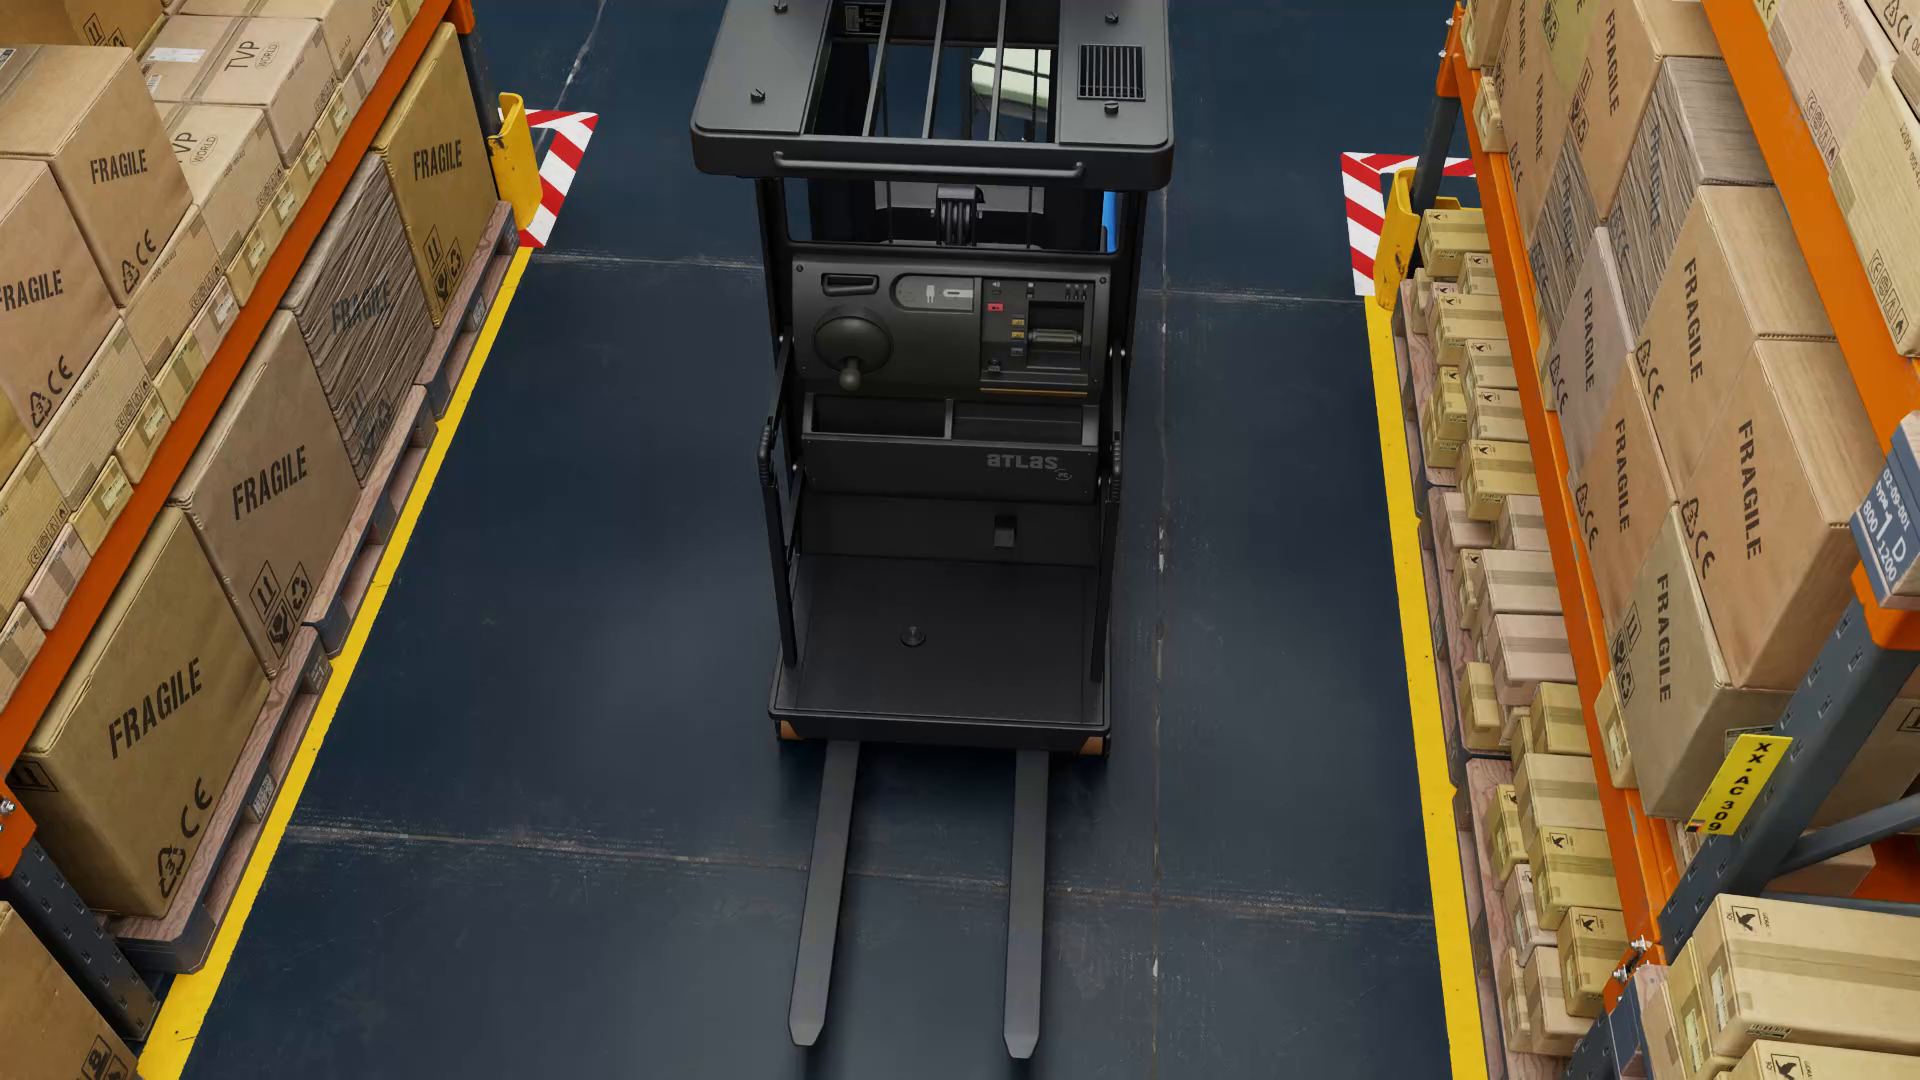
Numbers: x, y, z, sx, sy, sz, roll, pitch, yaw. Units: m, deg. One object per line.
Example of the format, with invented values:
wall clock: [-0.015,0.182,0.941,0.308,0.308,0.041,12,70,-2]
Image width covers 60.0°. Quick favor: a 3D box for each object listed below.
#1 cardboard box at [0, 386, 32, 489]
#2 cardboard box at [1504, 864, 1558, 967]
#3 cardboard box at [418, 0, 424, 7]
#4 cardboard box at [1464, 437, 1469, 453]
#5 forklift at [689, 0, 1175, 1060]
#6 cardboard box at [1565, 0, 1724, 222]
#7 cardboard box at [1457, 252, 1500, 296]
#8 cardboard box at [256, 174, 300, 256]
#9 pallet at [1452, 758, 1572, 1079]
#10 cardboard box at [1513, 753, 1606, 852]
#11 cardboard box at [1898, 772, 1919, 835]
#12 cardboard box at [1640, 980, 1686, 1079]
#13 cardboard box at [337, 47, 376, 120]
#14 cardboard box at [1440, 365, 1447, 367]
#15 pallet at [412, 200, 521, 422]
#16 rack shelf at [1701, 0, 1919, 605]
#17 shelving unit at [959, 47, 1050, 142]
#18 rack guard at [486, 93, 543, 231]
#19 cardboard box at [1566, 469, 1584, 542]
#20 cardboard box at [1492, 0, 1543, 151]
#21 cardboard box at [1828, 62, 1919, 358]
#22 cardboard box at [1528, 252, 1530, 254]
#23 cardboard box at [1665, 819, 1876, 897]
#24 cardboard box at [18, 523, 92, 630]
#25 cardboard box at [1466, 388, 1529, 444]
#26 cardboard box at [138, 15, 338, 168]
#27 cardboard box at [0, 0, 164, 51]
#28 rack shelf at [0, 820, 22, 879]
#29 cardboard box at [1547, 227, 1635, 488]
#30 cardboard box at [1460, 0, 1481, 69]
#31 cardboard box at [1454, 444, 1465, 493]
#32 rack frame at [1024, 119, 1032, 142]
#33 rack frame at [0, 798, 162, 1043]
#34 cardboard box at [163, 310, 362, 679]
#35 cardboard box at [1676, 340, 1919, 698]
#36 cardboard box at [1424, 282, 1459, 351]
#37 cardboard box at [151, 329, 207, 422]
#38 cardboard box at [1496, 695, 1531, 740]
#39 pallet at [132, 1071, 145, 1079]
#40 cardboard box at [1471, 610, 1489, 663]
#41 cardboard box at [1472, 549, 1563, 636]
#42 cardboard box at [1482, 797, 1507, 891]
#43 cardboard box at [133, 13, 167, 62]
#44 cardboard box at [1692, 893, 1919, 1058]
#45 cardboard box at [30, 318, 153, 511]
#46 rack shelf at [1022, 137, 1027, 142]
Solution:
cardboard box: [-2.594,-0.249,3.836,0.500,0.500,0.500,4,48,4]
cardboard box: [1.762,1.064,4.689,0.380,0.149,0.250,2,48,2]
cardboard box: [-2.232,-2.182,6.383,0.380,0.149,0.250,5,48,4]
cardboard box: [2.023,-0.289,5.927,0.380,0.149,0.250,2,48,2]
forklift: [-0.040,-0.525,4.744,1.130,2.935,3.031,3,48,2]
cardboard box: [1.945,-1.175,4.345,0.500,0.500,0.500,3,48,2]
cardboard box: [2.111,-0.950,6.330,0.380,0.149,0.250,5,48,4]
cardboard box: [-2.372,-1.058,5.355,0.380,0.149,0.250,5,48,4]
pallet: [2.064,1.242,4.971,1.003,0.211,1.213,4,48,4]
cardboard box: [1.810,0.764,4.763,0.380,0.149,0.250,3,48,3]
cardboard box: [2.334,0.316,3.659,0.500,0.500,0.500,3,48,3]
cardboard box: [1.544,0.999,3.190,0.380,0.149,0.250,2,48,2]
cardboard box: [-2.302,-1.622,5.871,0.380,0.149,0.250,5,48,4]
cardboard box: [2.093,-0.761,6.560,0.380,0.149,0.250,4,48,3]
pallet: [-2.523,-1.016,7.037,1.003,0.211,1.213,4,48,4]
rack shelf: [2.220,-1.442,3.991,1.077,0.370,4.000,4,48,4]
shelving unit: [0.326,-1.483,6.590,0.431,1.500,0.755,16,49,14]
rack guard: [-2.526,-1.724,7.488,1.175,0.500,0.348,4,48,4]
cardboard box: [1.873,-0.122,4.499,0.380,0.149,0.250,2,48,2]
cardboard box: [2.063,-1.570,5.384,0.500,0.500,0.500,4,48,4]
cardboard box: [1.814,-0.544,2.783,0.500,0.250,0.500,5,48,4]
cardboard box: [2.000,-0.881,5.193,0.380,0.149,0.250,3,48,3]
cardboard box: [1.831,0.656,3.787,0.380,0.149,0.250,3,48,3]
cardboard box: [-2.510,0.086,4.309,0.380,0.149,0.250,2,48,2]
cardboard box: [1.986,-0.382,5.811,0.380,0.149,0.250,6,48,5]
cardboard box: [-2.401,-1.479,5.470,0.500,0.250,0.500,2,48,2]
cardboard box: [-2.927,-1.770,5.228,0.500,0.500,0.500,3,48,2]
rack shelf: [-3.075,2.102,2.783,1.077,0.370,4.000,4,48,4]
cardboard box: [1.896,-0.459,4.367,0.500,0.500,0.500,4,48,3]
cardboard box: [2.046,-1.842,6.072,0.380,0.149,0.250,4,48,3]
cardboard box: [2.017,-0.203,6.051,0.380,0.149,0.250,4,48,4]
rack frame: [0.457,-1.735,6.821,0.400,1.500,0.023,16,49,14]
rack frame: [-2.892,0.389,3.861,1.000,3.000,0.127,4,48,4]
cardboard box: [-2.670,-0.177,5.534,0.875,0.875,0.875,4,48,4]
cardboard box: [1.811,-0.038,3.305,0.500,0.500,0.500,2,48,2]
cardboard box: [2.018,-0.857,6.447,0.380,0.149,0.250,4,48,3]
cardboard box: [-2.442,-0.489,4.835,0.380,0.149,0.250,3,48,3]
cardboard box: [1.893,0.500,5.206,0.380,0.149,0.250,5,48,4]
pallet: [-2.888,1.902,4.367,1.003,0.211,1.213,4,48,4]
cardboard box: [1.919,0.359,5.537,0.380,0.149,0.250,5,48,4]
cardboard box: [1.857,0.174,5.302,0.380,0.149,0.250,2,48,2]
cardboard box: [1.801,0.922,5.021,0.380,0.149,0.250,2,48,2]
cardboard box: [-2.931,-1.514,5.502,0.500,0.250,0.500,2,48,2]
cardboard box: [1.544,0.798,2.970,0.380,0.149,0.250,6,48,6]
cardboard box: [-2.538,-0.353,4.441,0.500,0.250,0.500,4,48,3]
rack shelf: [0.326,-1.263,6.831,0.431,0.370,0.720,16,49,14]
